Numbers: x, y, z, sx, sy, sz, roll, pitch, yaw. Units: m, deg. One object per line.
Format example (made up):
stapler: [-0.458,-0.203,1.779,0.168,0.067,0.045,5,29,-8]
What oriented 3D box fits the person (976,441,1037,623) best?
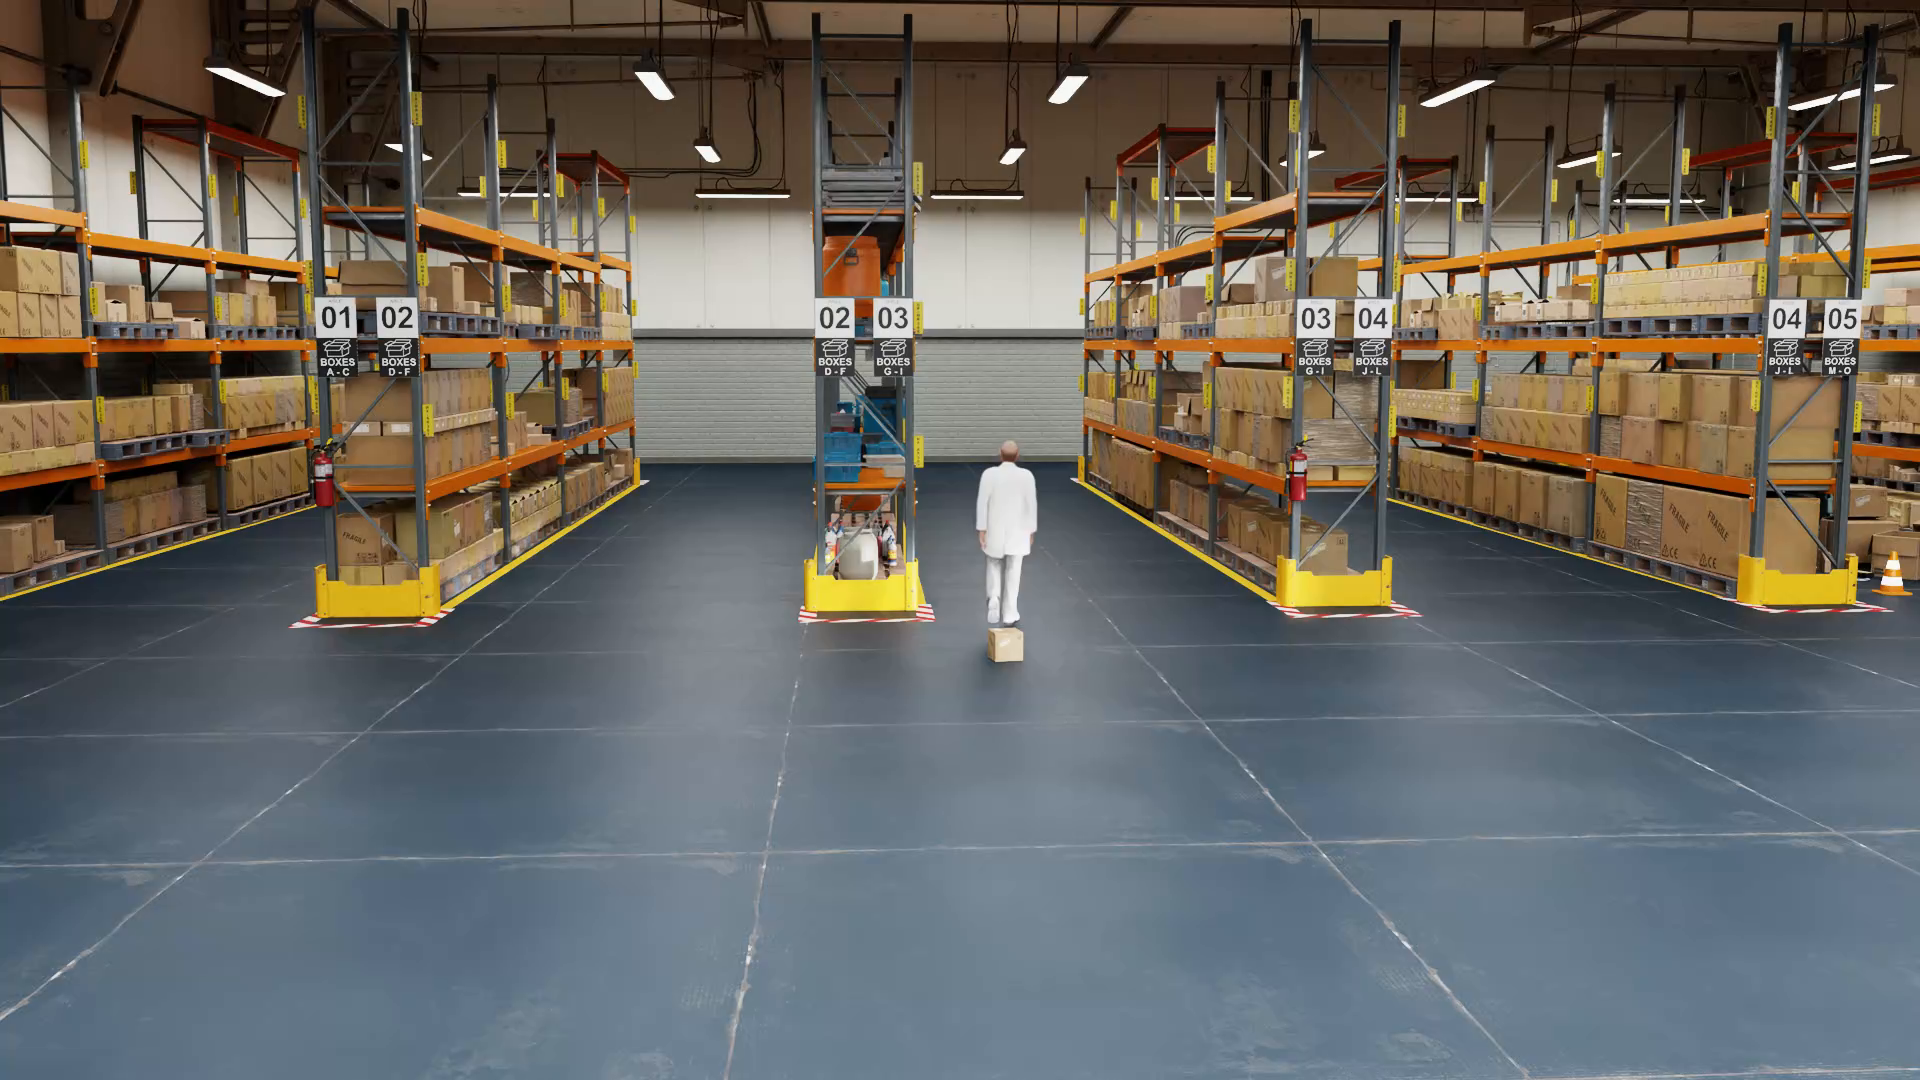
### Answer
person: [0.462,-0.071,16.290,0.587,1.805,0.480,1,7,8]
